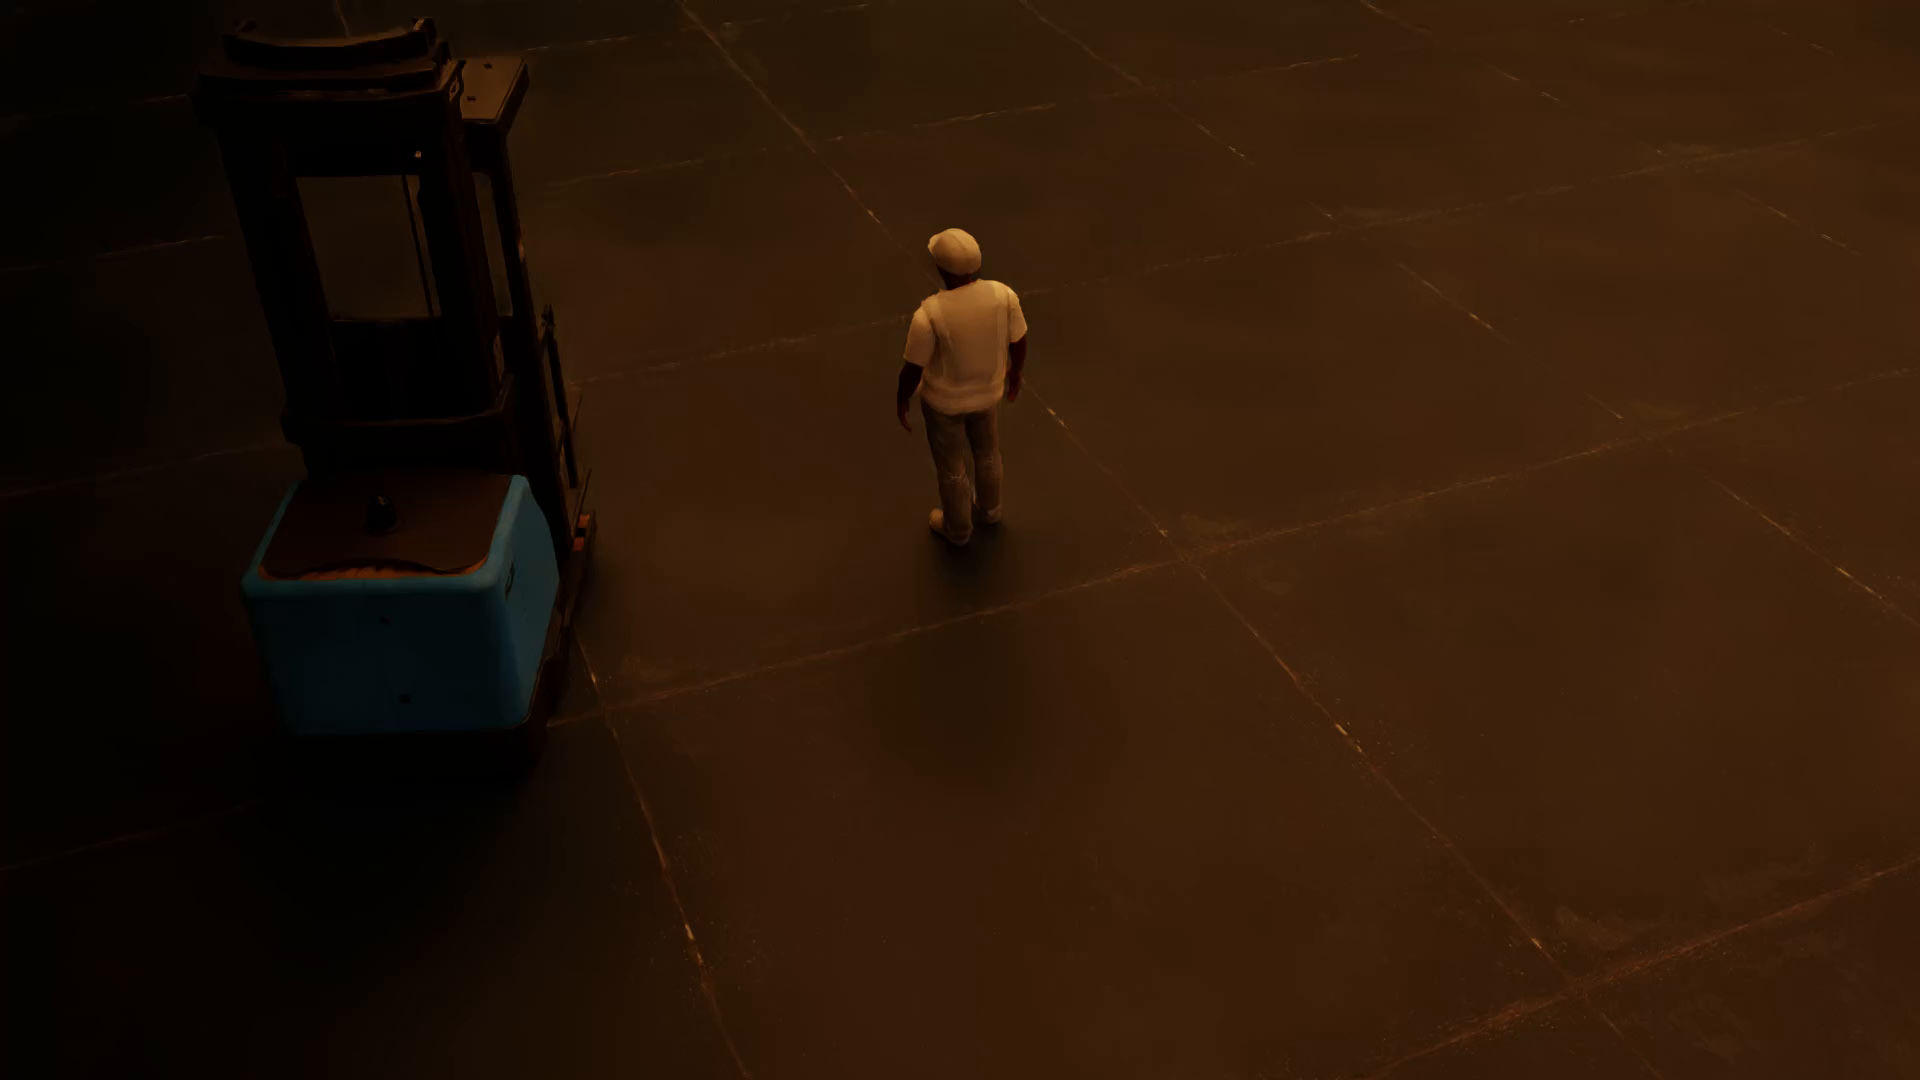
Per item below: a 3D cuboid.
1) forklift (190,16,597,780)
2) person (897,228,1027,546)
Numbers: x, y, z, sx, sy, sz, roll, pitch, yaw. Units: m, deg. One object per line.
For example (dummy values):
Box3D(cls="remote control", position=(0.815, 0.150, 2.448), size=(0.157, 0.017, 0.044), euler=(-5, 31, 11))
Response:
Box3D(cls="forklift", position=(-2.421, -1.005, 7.512), size=(1.130, 2.935, 3.031), euler=(-2, 35, -2))
Box3D(cls="person", position=(-0.022, -0.764, 8.166), size=(0.665, 1.766, 0.576), euler=(-14, 38, -19))
